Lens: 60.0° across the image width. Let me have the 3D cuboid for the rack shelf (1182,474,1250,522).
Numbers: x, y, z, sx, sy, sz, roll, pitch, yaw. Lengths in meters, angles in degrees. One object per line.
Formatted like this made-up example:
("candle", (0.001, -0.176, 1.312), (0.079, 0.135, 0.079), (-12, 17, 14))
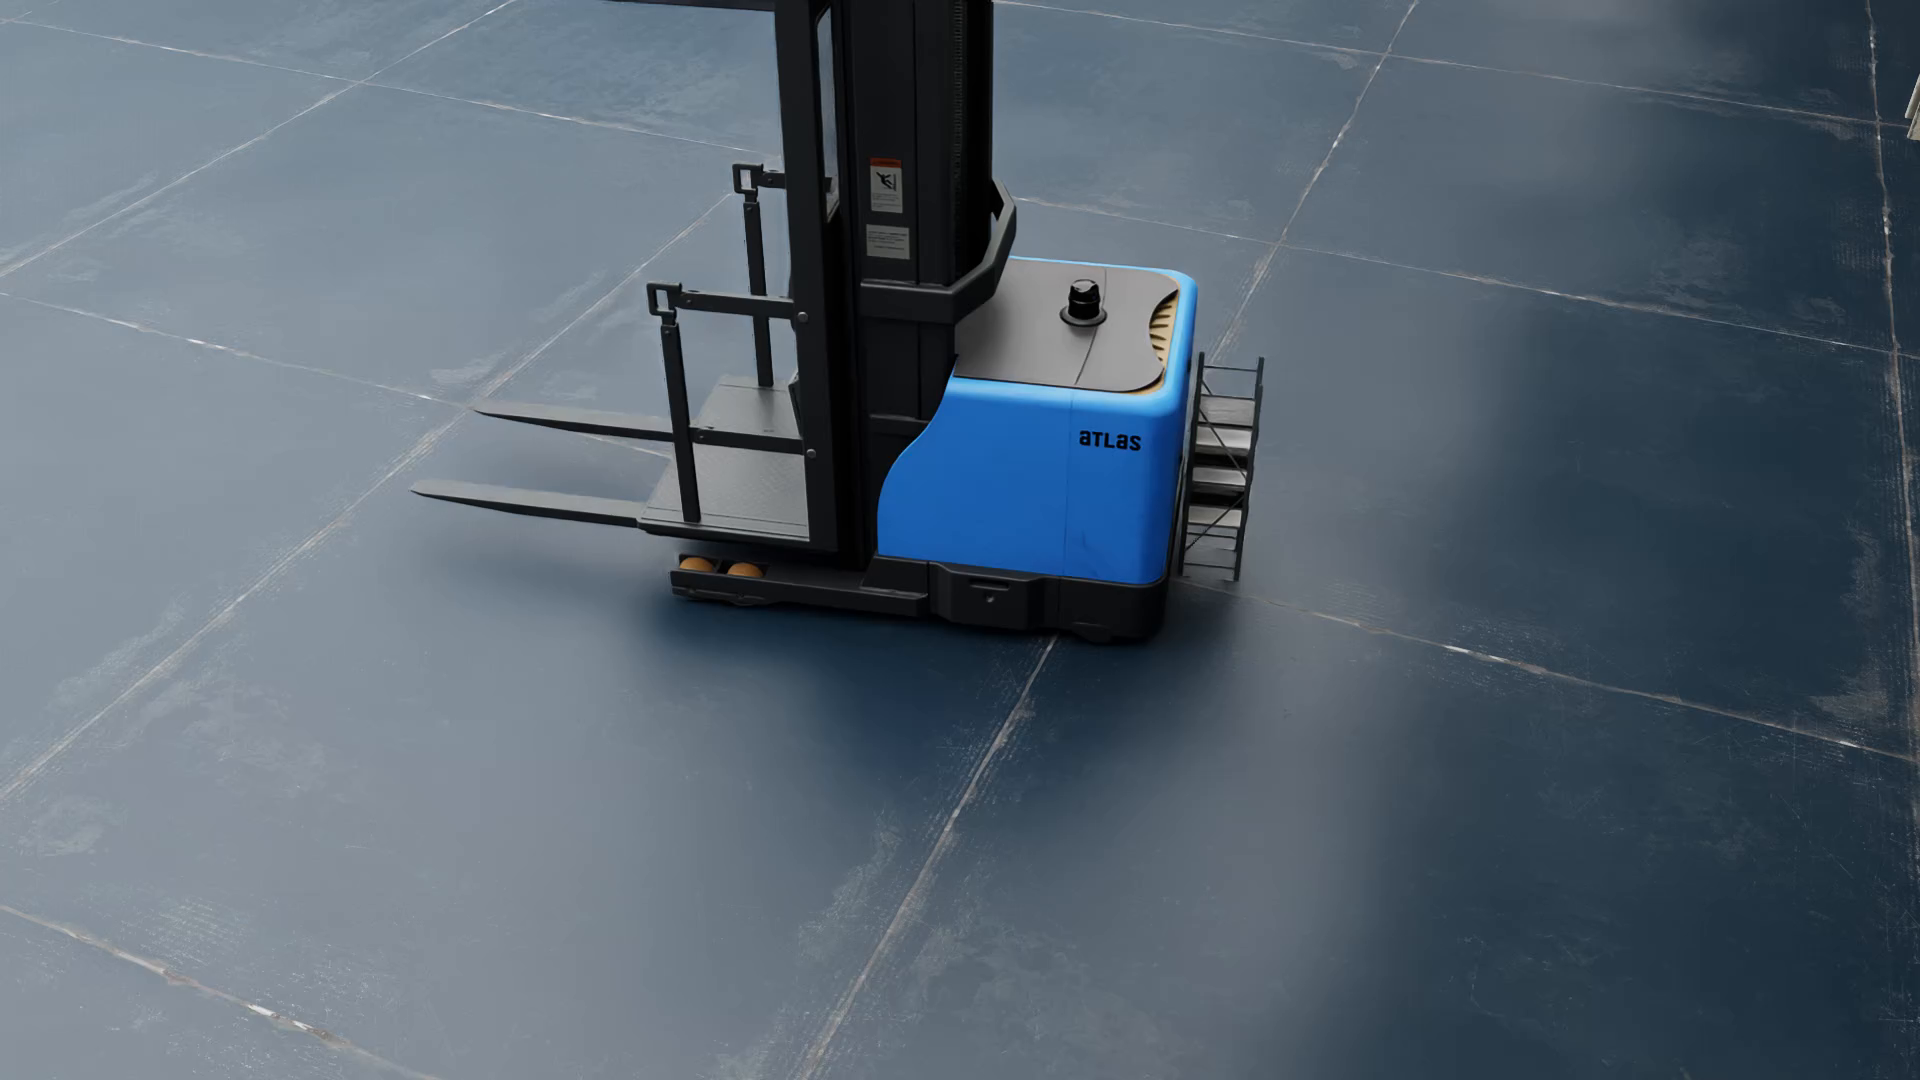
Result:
("rack shelf", (0.992, -0.169, 6.431), (0.258, 0.077, 0.200), (6, 37, 8))

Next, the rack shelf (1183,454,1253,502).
("rack shelf", (0.992, -0.241, 6.377), (0.258, 0.077, 0.200), (6, 37, 8))

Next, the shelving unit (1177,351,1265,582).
("shelving unit", (0.992, -0.268, 6.357), (0.258, 0.900, 0.210), (6, 37, 8))

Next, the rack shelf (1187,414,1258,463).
("rack shelf", (0.992, -0.385, 6.269), (0.258, 0.077, 0.200), (6, 37, 8))

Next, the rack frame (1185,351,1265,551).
("rack frame", (1.009, -0.328, 6.437), (0.240, 0.900, 0.006), (6, 37, 8))

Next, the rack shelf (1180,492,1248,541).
("rack shelf", (0.992, -0.097, 6.484), (0.258, 0.077, 0.200), (6, 37, 8))

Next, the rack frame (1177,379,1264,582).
("rack frame", (0.975, -0.208, 6.276), (0.240, 0.900, 0.006), (6, 37, 8))

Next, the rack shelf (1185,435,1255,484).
("rack shelf", (0.992, -0.313, 6.323), (0.258, 0.077, 0.200), (6, 37, 8))

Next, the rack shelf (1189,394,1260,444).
("rack shelf", (0.992, -0.457, 6.215), (0.258, 0.077, 0.200), (6, 37, 8))

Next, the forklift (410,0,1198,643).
("forklift", (-0.652, -1.222, 5.936), (3.031, 2.935, 1.130), (7, 37, 9))
